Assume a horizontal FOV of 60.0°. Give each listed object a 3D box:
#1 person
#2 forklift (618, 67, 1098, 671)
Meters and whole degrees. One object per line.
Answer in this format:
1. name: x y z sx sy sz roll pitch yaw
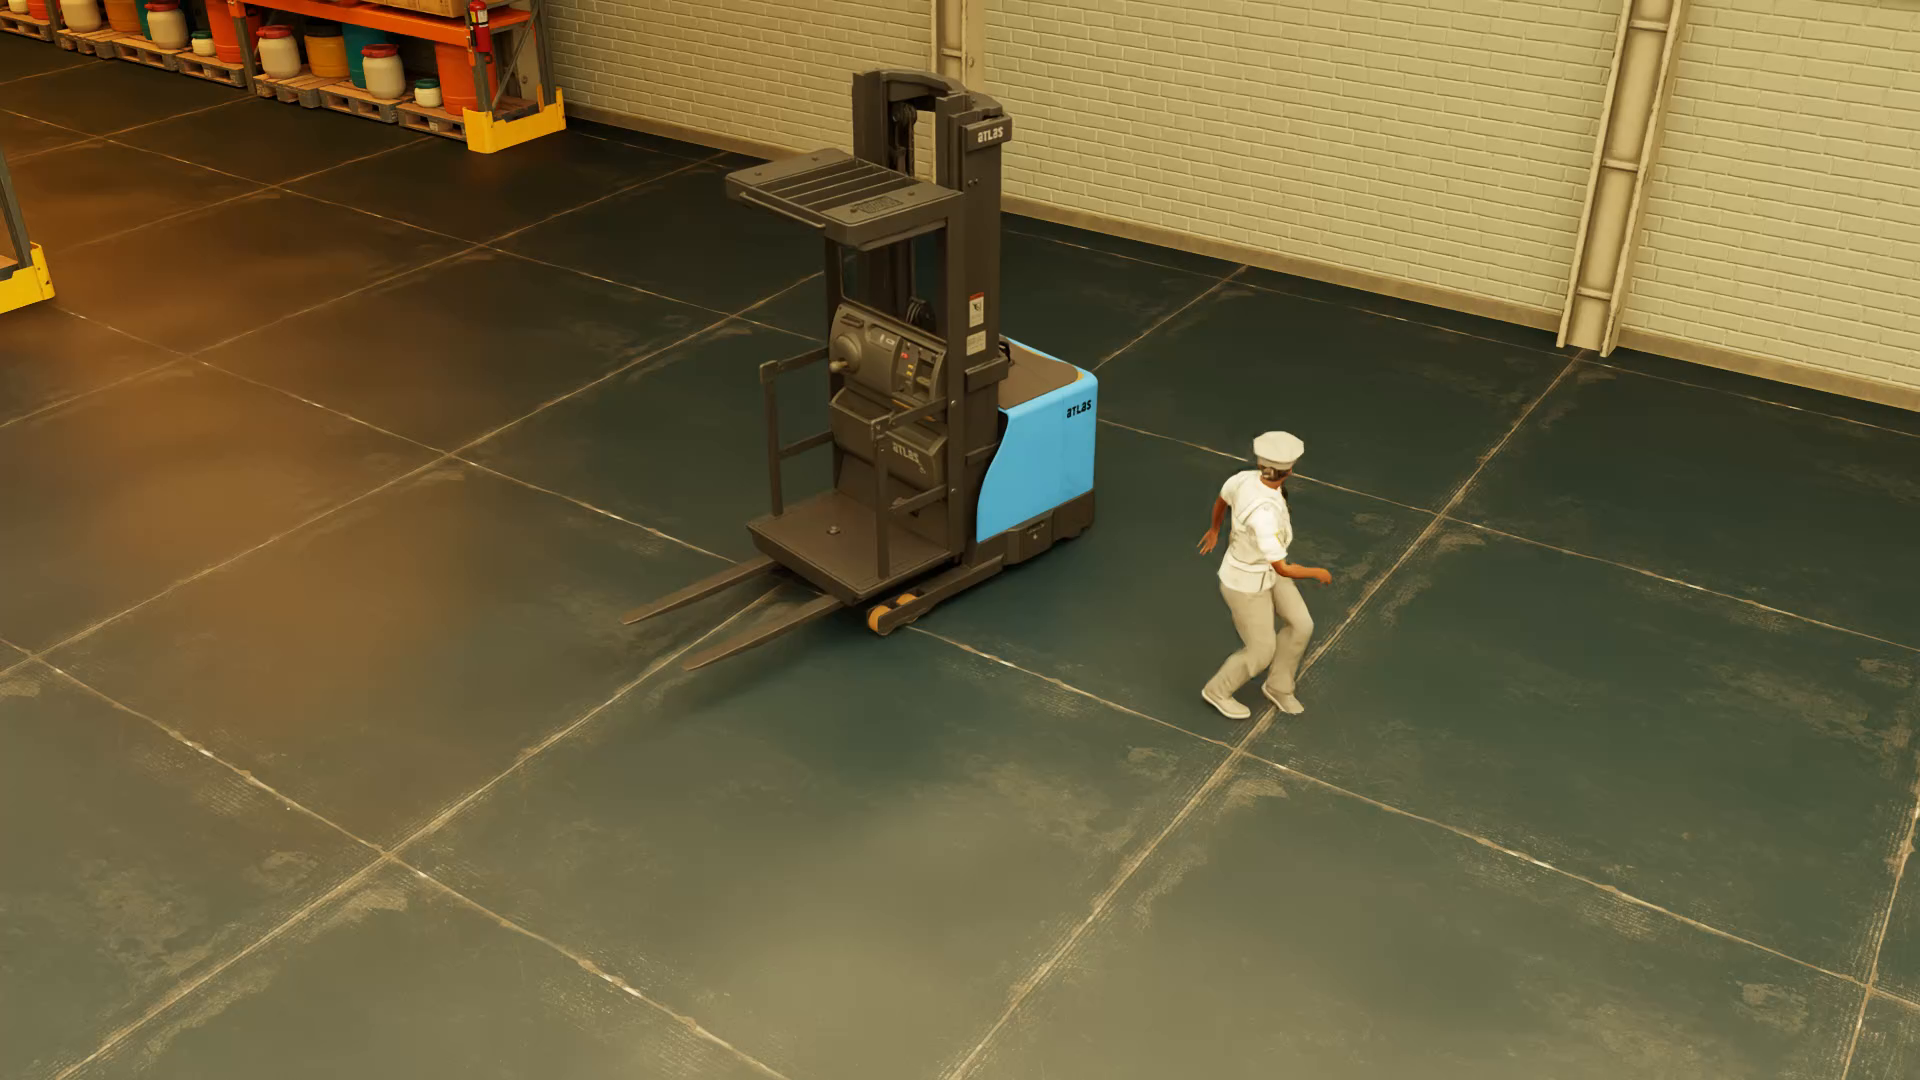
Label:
1. person: 1.528 0.225 8.583 0.744 1.662 0.542 11 32 19
2. forklift: -0.572 -1.017 9.333 3.031 2.935 1.130 -25 38 -36
